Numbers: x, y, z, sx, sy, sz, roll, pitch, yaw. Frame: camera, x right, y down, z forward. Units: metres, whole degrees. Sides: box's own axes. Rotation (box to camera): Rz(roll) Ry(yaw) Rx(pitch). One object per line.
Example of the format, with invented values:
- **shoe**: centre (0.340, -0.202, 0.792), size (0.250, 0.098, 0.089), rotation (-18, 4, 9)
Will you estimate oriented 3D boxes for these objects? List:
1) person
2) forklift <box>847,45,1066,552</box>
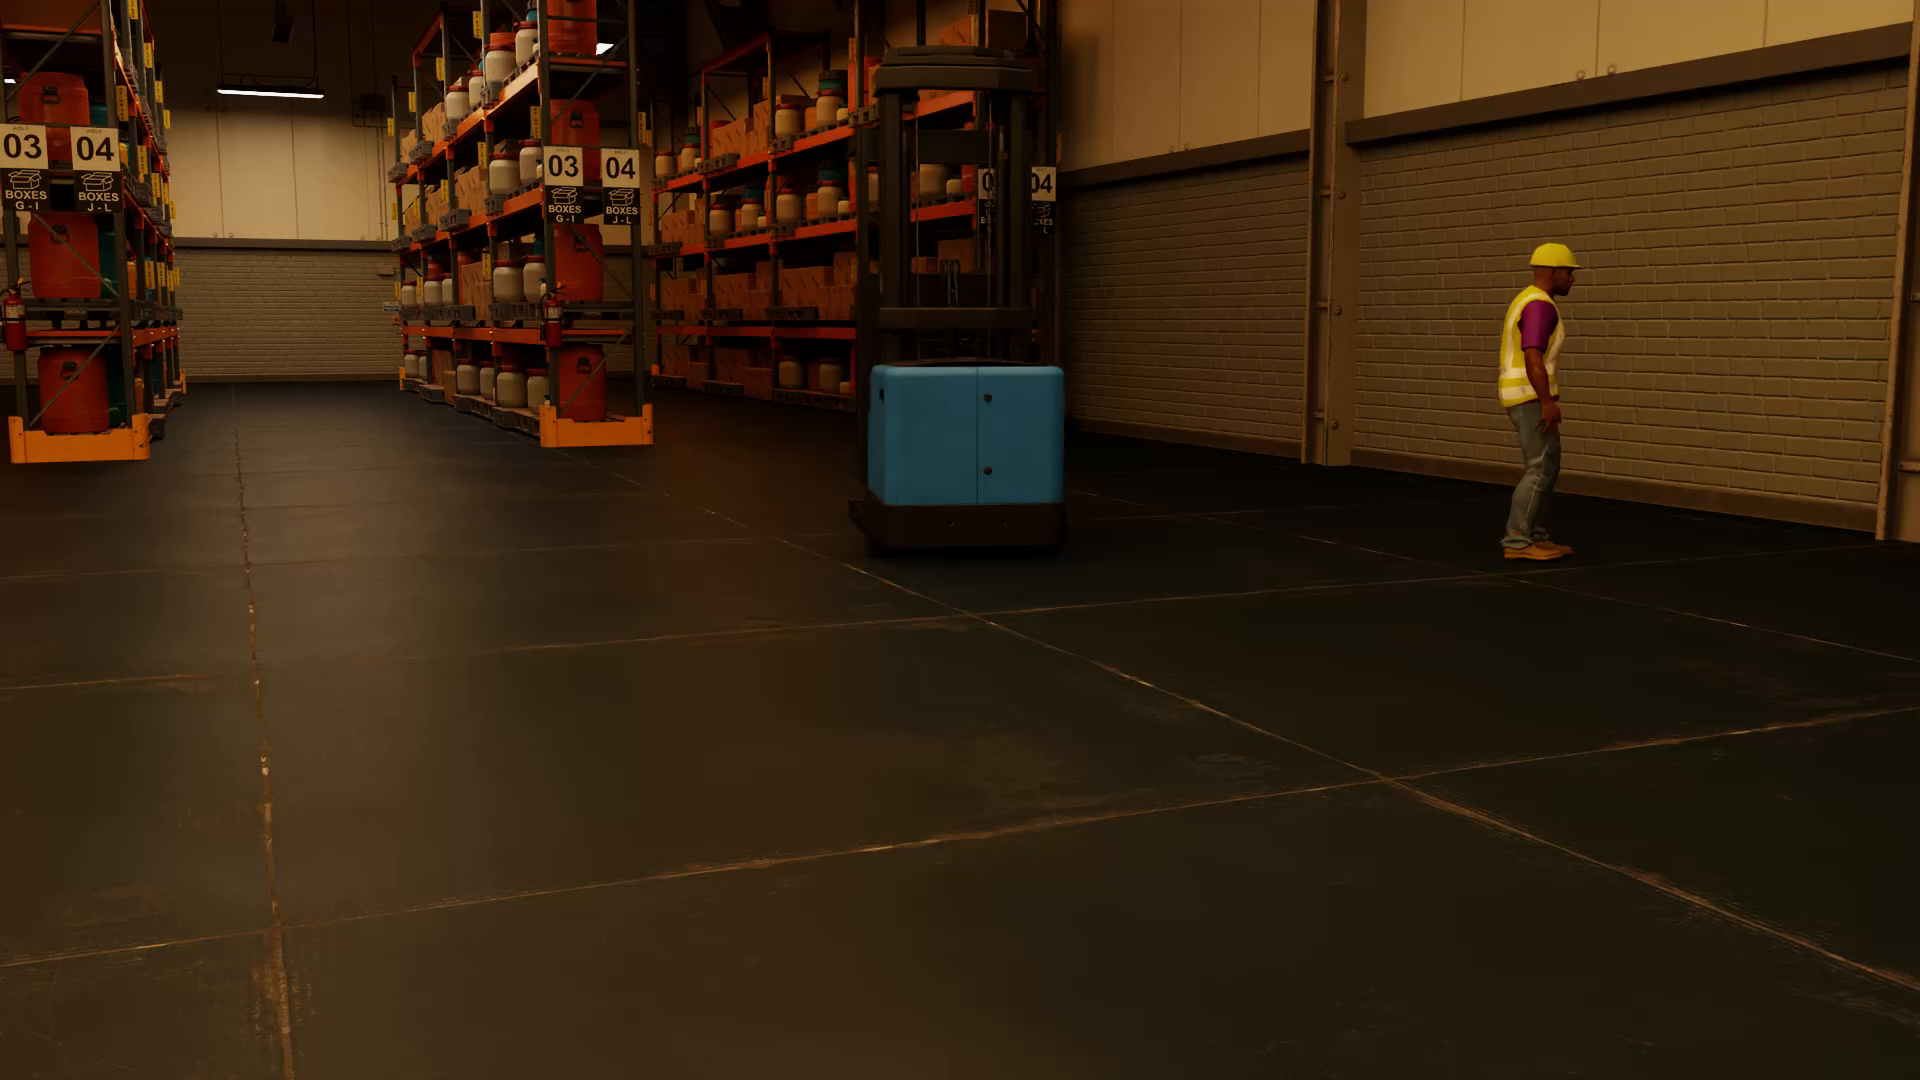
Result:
- **person**: centre (3.257, -0.768, 9.318), size (0.462, 1.769, 0.643), rotation (2, 8, 14)
- **forklift**: centre (-0.134, -1.539, 10.617), size (1.130, 2.935, 3.031), rotation (-1, 8, -9)
